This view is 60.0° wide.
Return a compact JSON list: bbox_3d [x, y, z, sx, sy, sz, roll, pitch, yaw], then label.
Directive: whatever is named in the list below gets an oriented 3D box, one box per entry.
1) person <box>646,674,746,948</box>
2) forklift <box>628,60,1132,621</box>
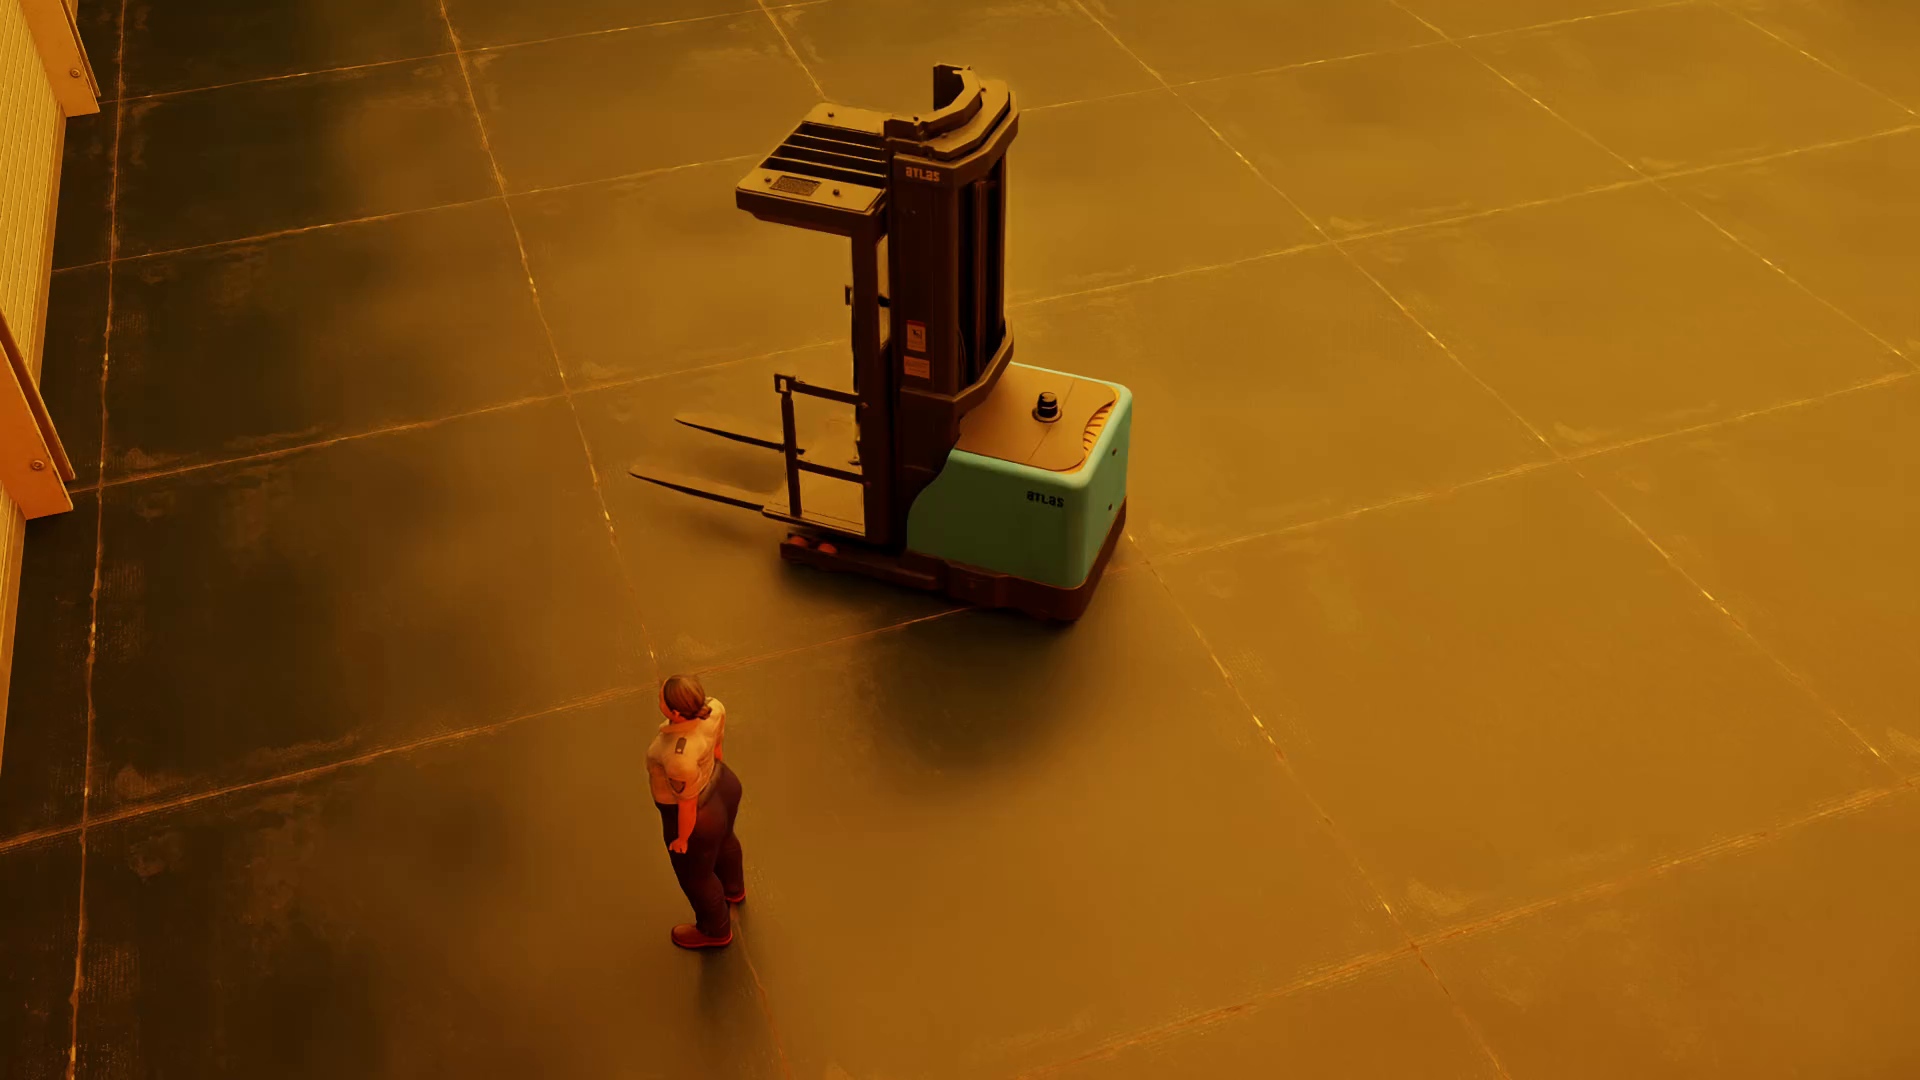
[{"bbox_3d":[-1.197,1.206,7.563,0.363,1.651,0.485,8,41,10],"label":"person"},{"bbox_3d":[-0.555,-1.240,9.473,3.031,2.935,1.130,14,42,16],"label":"forklift"}]
